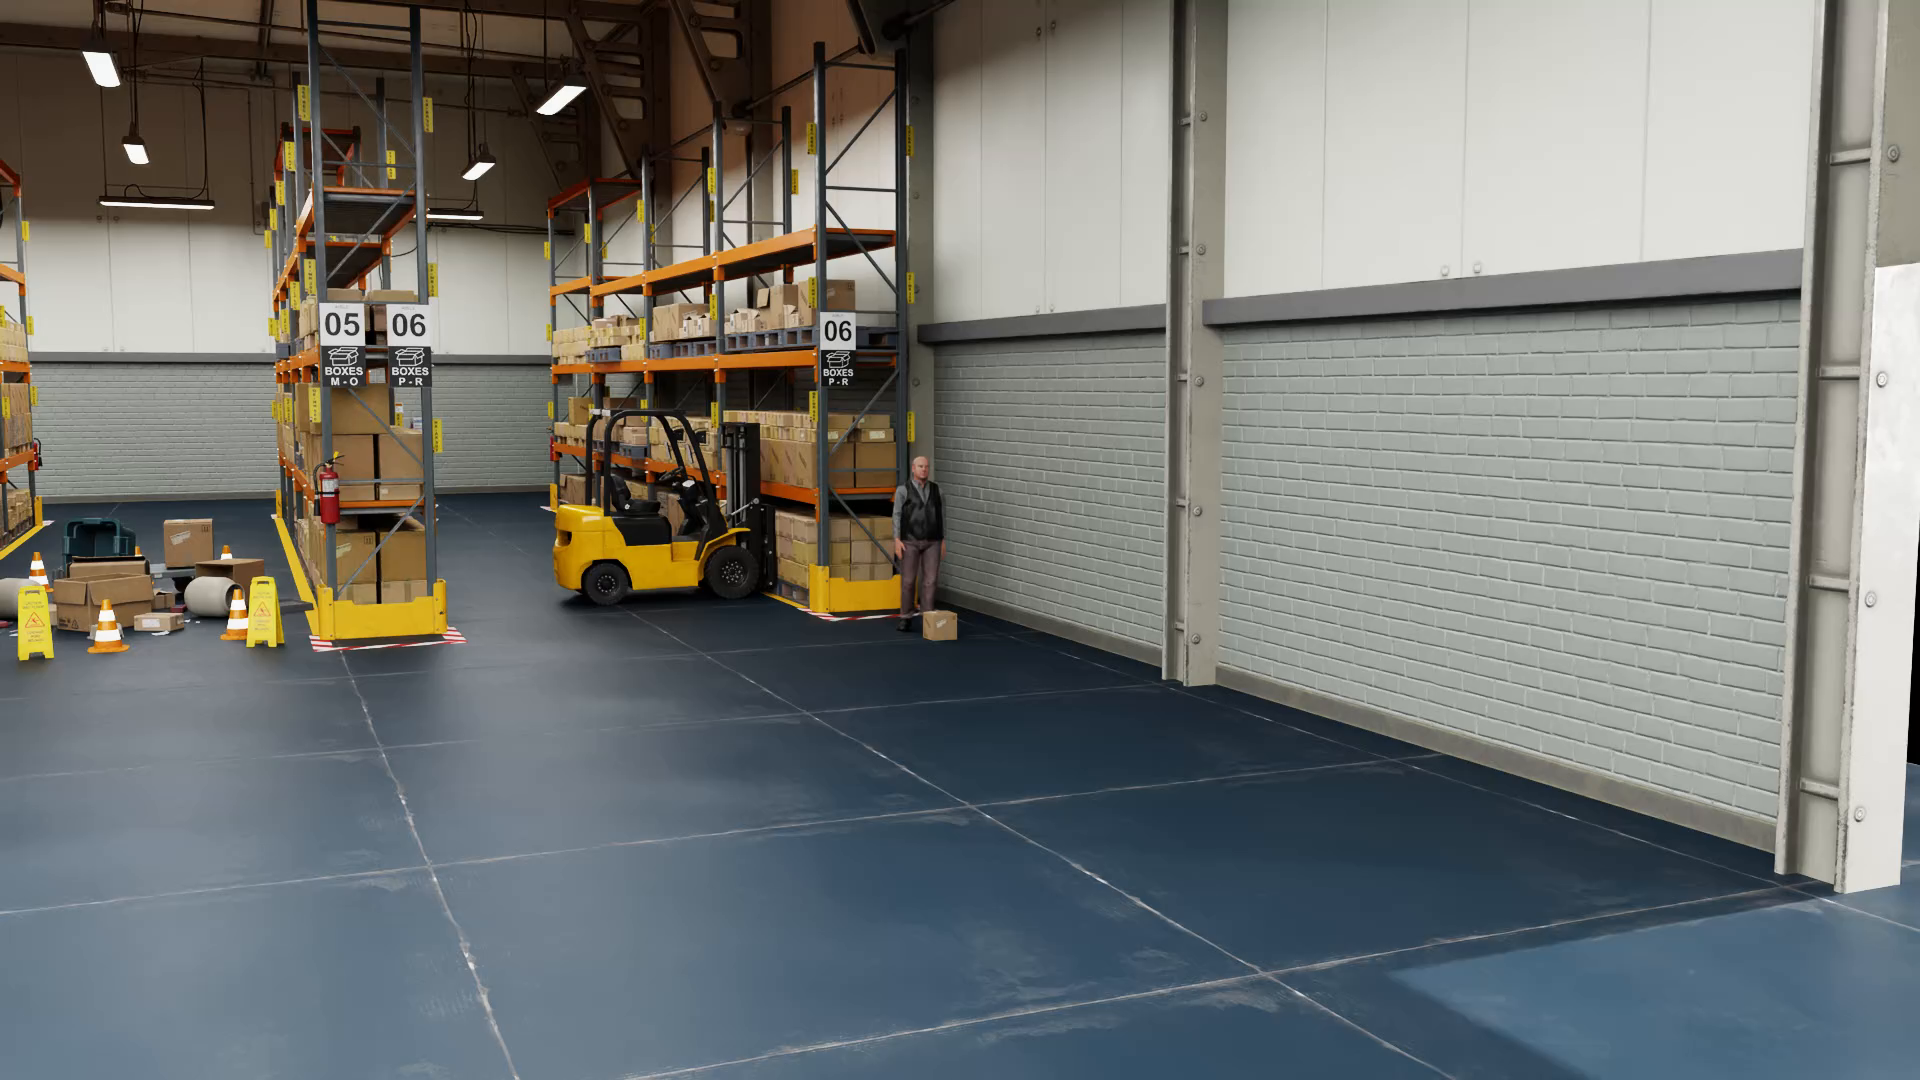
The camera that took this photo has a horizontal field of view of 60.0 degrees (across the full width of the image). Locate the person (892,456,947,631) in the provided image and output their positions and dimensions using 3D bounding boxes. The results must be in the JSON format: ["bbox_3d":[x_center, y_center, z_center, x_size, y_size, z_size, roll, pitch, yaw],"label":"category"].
[{"bbox_3d":[-0.389,0.035,16.372,0.561,1.719,0.421,-2,6,-18],"label":"person"}]
